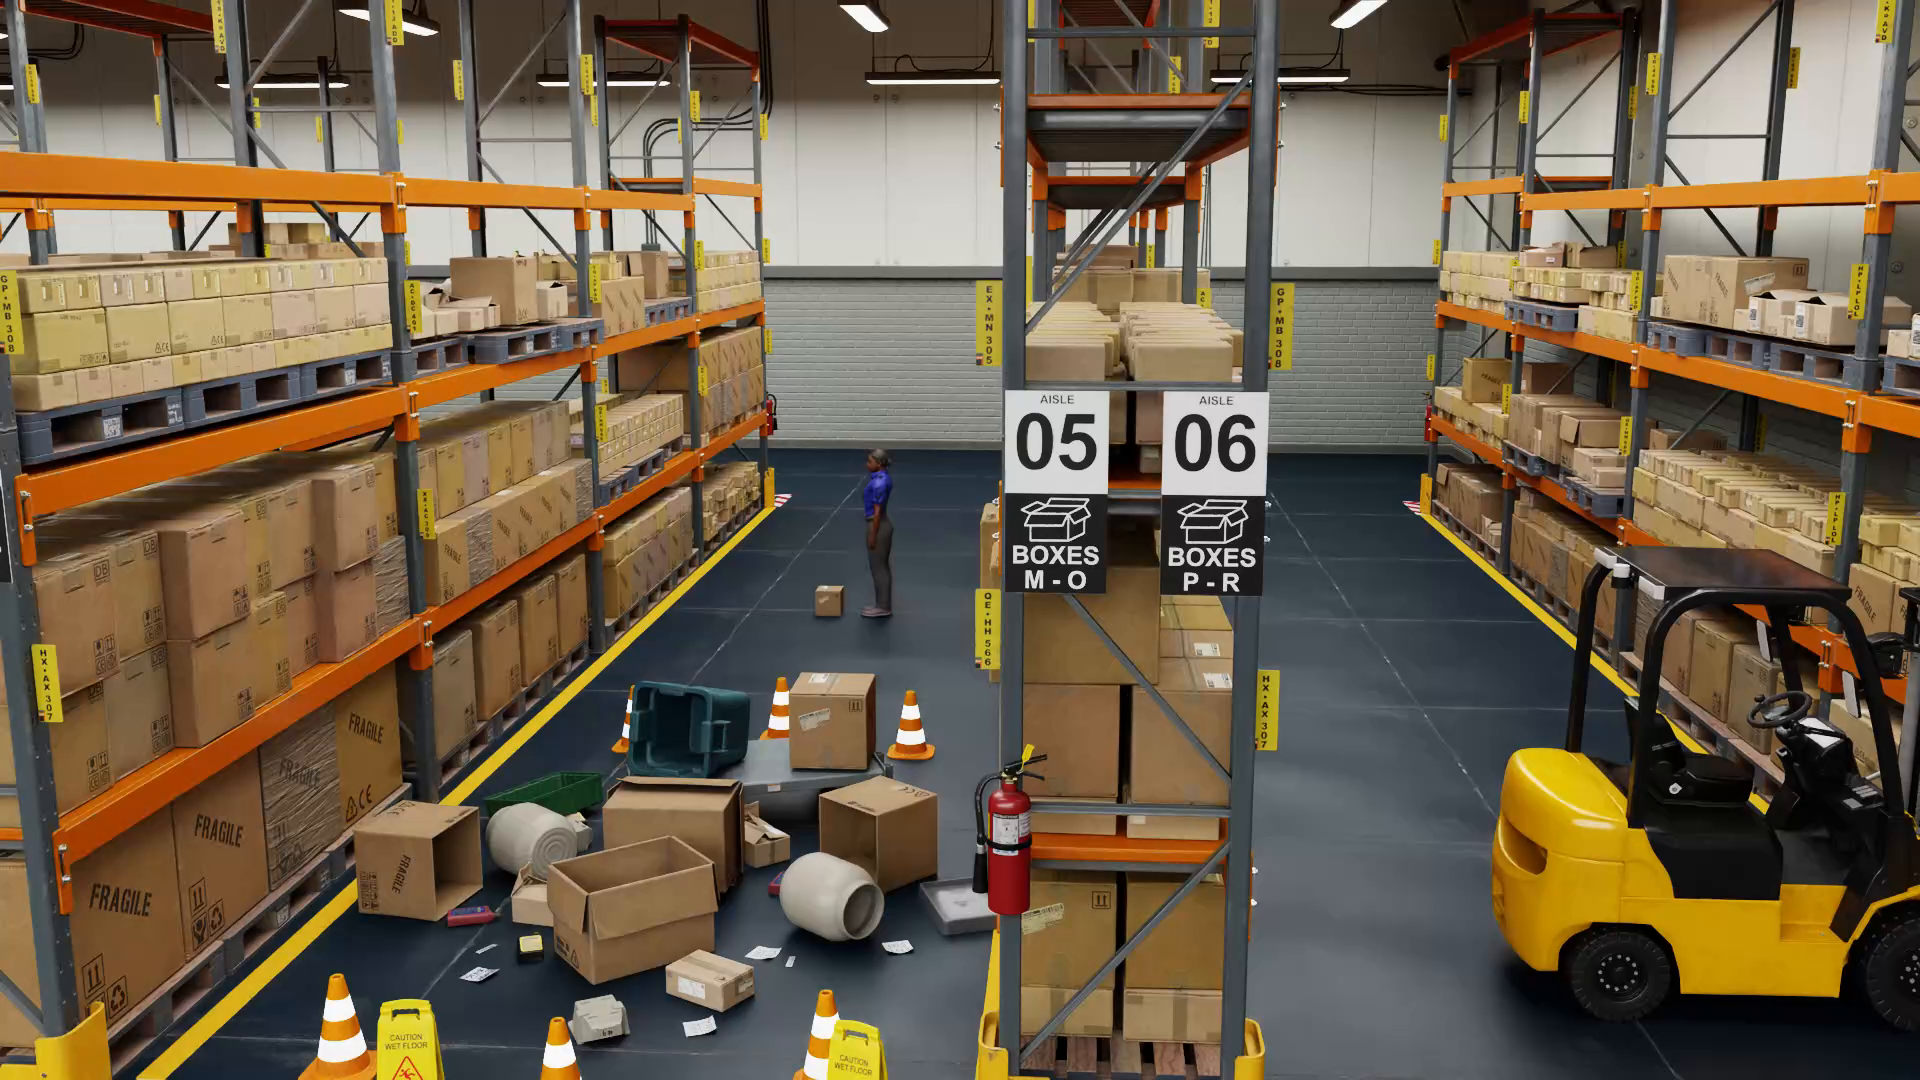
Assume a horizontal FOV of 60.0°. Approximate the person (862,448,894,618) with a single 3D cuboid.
[{"bbox_3d":[-0.818,-0.073,16.339,0.324,1.673,0.438,1,11,5],"label":"person"}]
